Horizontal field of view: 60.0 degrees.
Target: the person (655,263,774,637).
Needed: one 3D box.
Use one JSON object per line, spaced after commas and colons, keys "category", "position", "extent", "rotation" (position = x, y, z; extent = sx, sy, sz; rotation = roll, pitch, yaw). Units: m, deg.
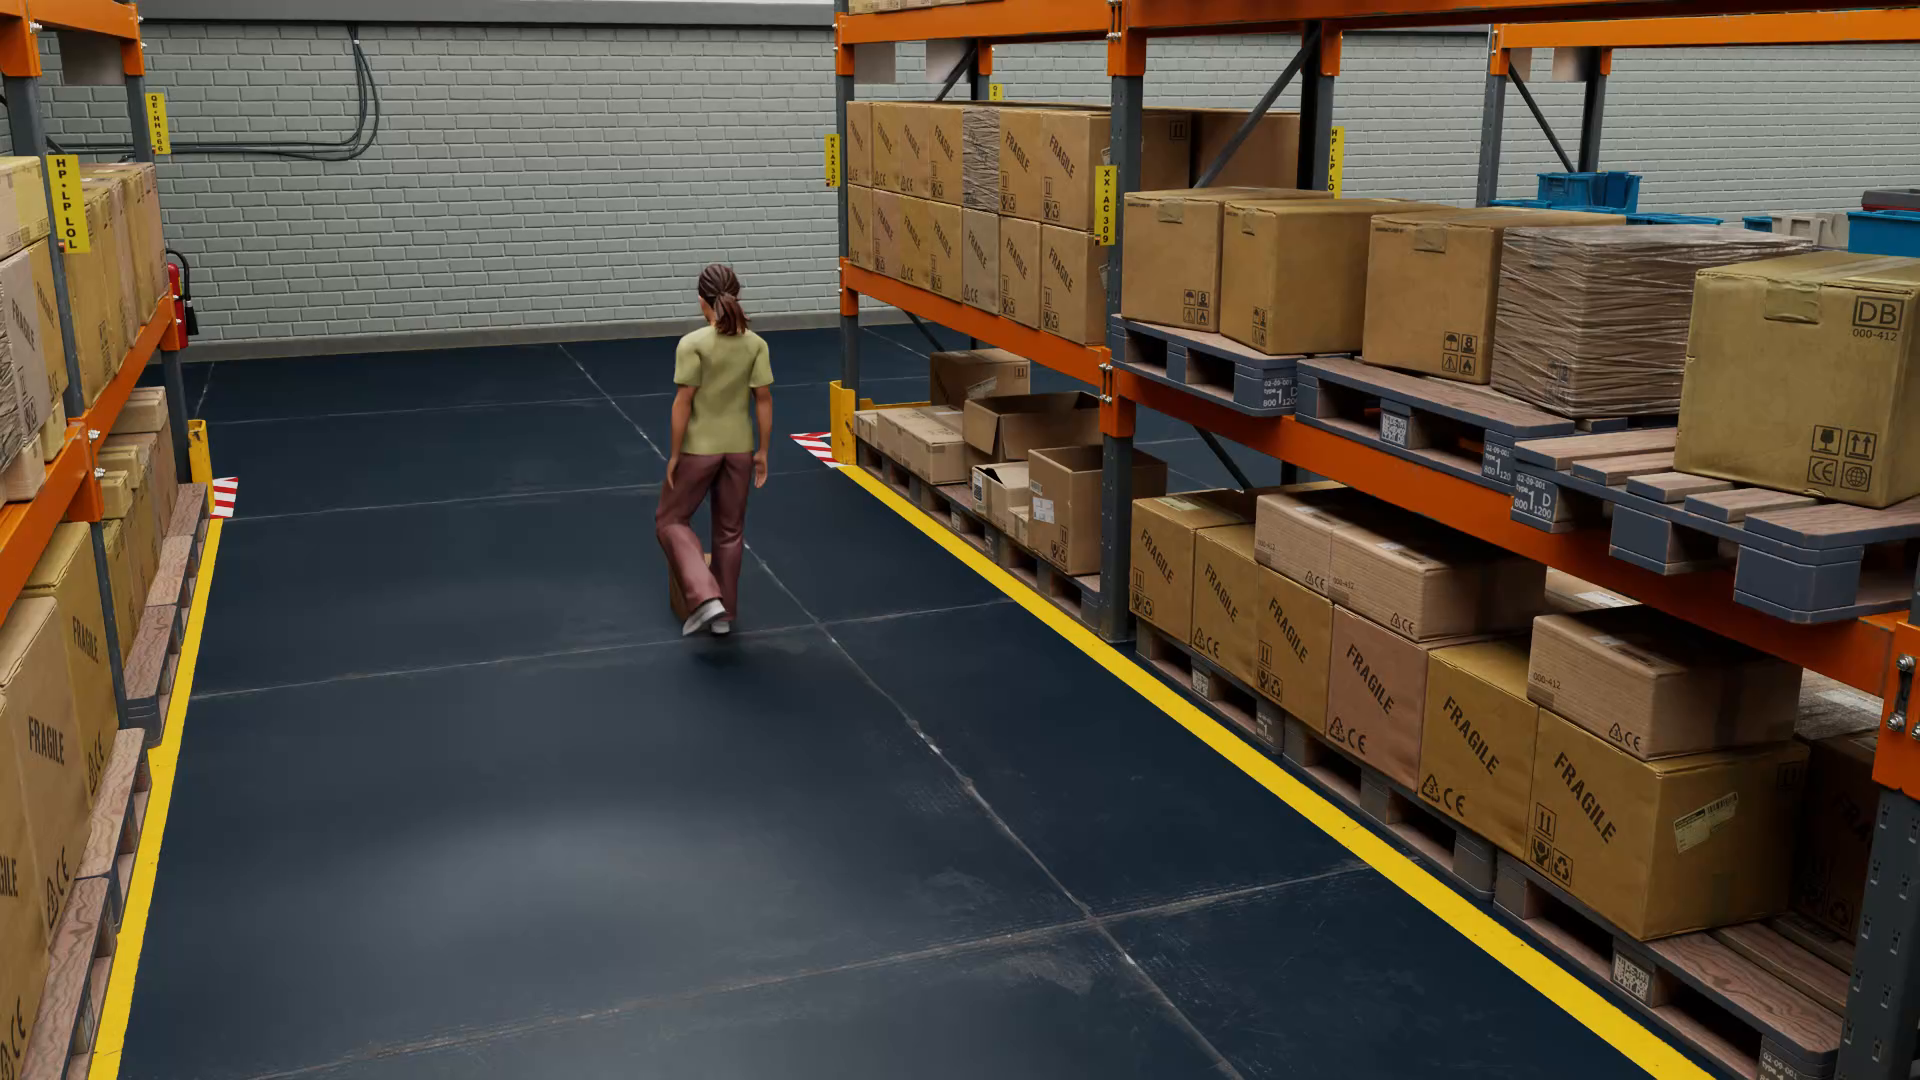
{"category": "person", "position": [-1.081, -0.374, 7.284], "extent": [0.489, 1.668, 0.608], "rotation": [-8, 18, -27]}
